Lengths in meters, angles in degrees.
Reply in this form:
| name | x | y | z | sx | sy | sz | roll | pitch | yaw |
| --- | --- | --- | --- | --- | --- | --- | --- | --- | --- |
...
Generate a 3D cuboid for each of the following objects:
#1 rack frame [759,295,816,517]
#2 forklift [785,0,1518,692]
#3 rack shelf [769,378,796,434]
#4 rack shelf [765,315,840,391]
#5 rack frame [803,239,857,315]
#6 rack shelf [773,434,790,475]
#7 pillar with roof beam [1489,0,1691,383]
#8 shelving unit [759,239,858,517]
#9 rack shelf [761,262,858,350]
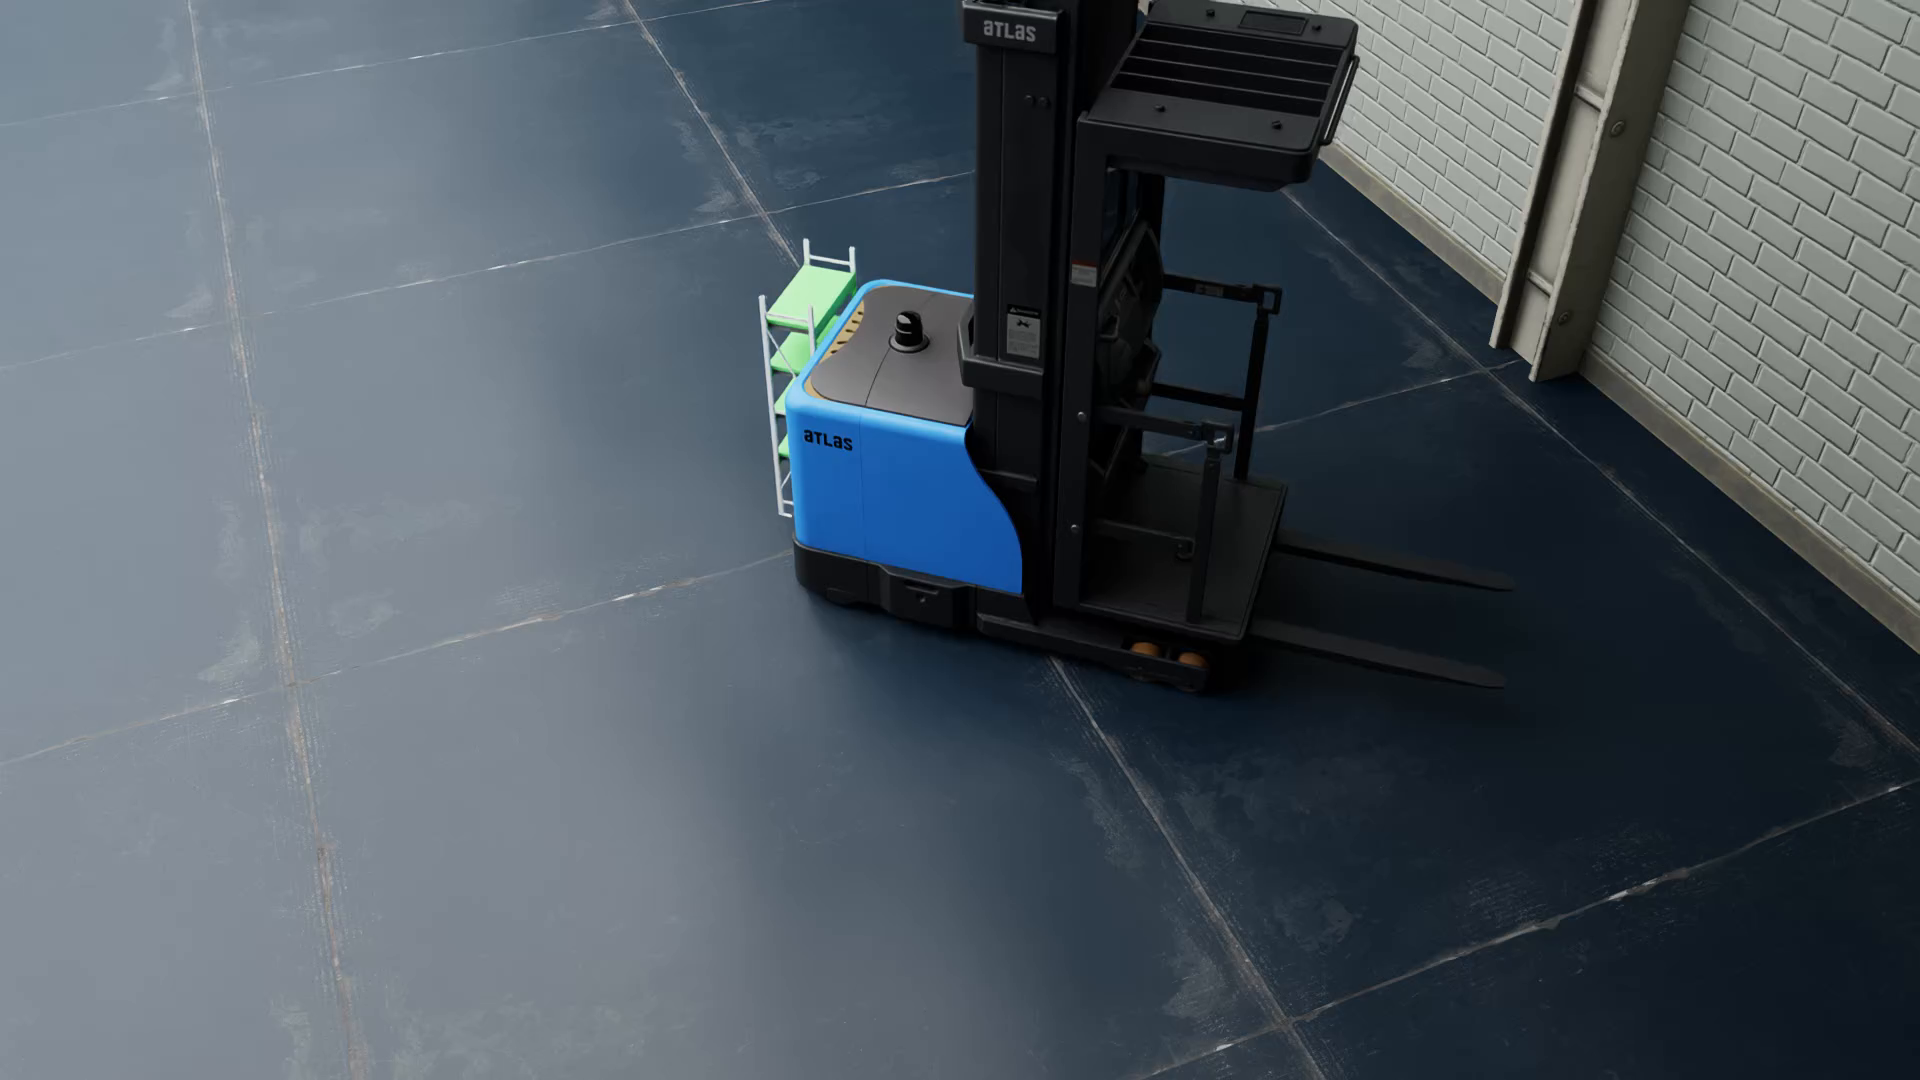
| name | x | y | z | sx | sy | sz | roll | pitch | yaw |
| --- | --- | --- | --- | --- | --- | --- | --- | --- | --- |
| rack frame | -0.732 | -0.552 | 7.390 | 0.240 | 1.200 | 0.015 | 12 | 42 | 14 |
| forklift | 0.848 | -0.870 | 6.433 | 3.031 | 2.935 | 1.130 | 12 | 42 | 14 |
| rack shelf | -0.655 | -0.654 | 7.607 | 0.258 | 0.148 | 0.480 | 12 | 42 | 14 |
| rack shelf | -0.655 | -0.836 | 7.451 | 0.258 | 0.148 | 0.480 | 12 | 42 | 14 |
| rack frame | -0.578 | -0.854 | 7.741 | 0.240 | 1.200 | 0.015 | 12 | 42 | 14 |
| rack shelf | -0.655 | -0.472 | 7.764 | 0.258 | 0.148 | 0.480 | 12 | 42 | 14 |
| pillar with roof beam | -0.935 | -3.309 | 4.615 | 9.100 | 9.000 | 0.400 | -15 | 43 | -17 |
| shelving unit | -0.655 | -0.703 | 7.566 | 0.258 | 1.200 | 0.503 | 12 | 42 | 14 |
| rack shelf | -0.655 | -1.018 | 7.294 | 0.258 | 0.148 | 0.480 | 12 | 42 | 14 |
